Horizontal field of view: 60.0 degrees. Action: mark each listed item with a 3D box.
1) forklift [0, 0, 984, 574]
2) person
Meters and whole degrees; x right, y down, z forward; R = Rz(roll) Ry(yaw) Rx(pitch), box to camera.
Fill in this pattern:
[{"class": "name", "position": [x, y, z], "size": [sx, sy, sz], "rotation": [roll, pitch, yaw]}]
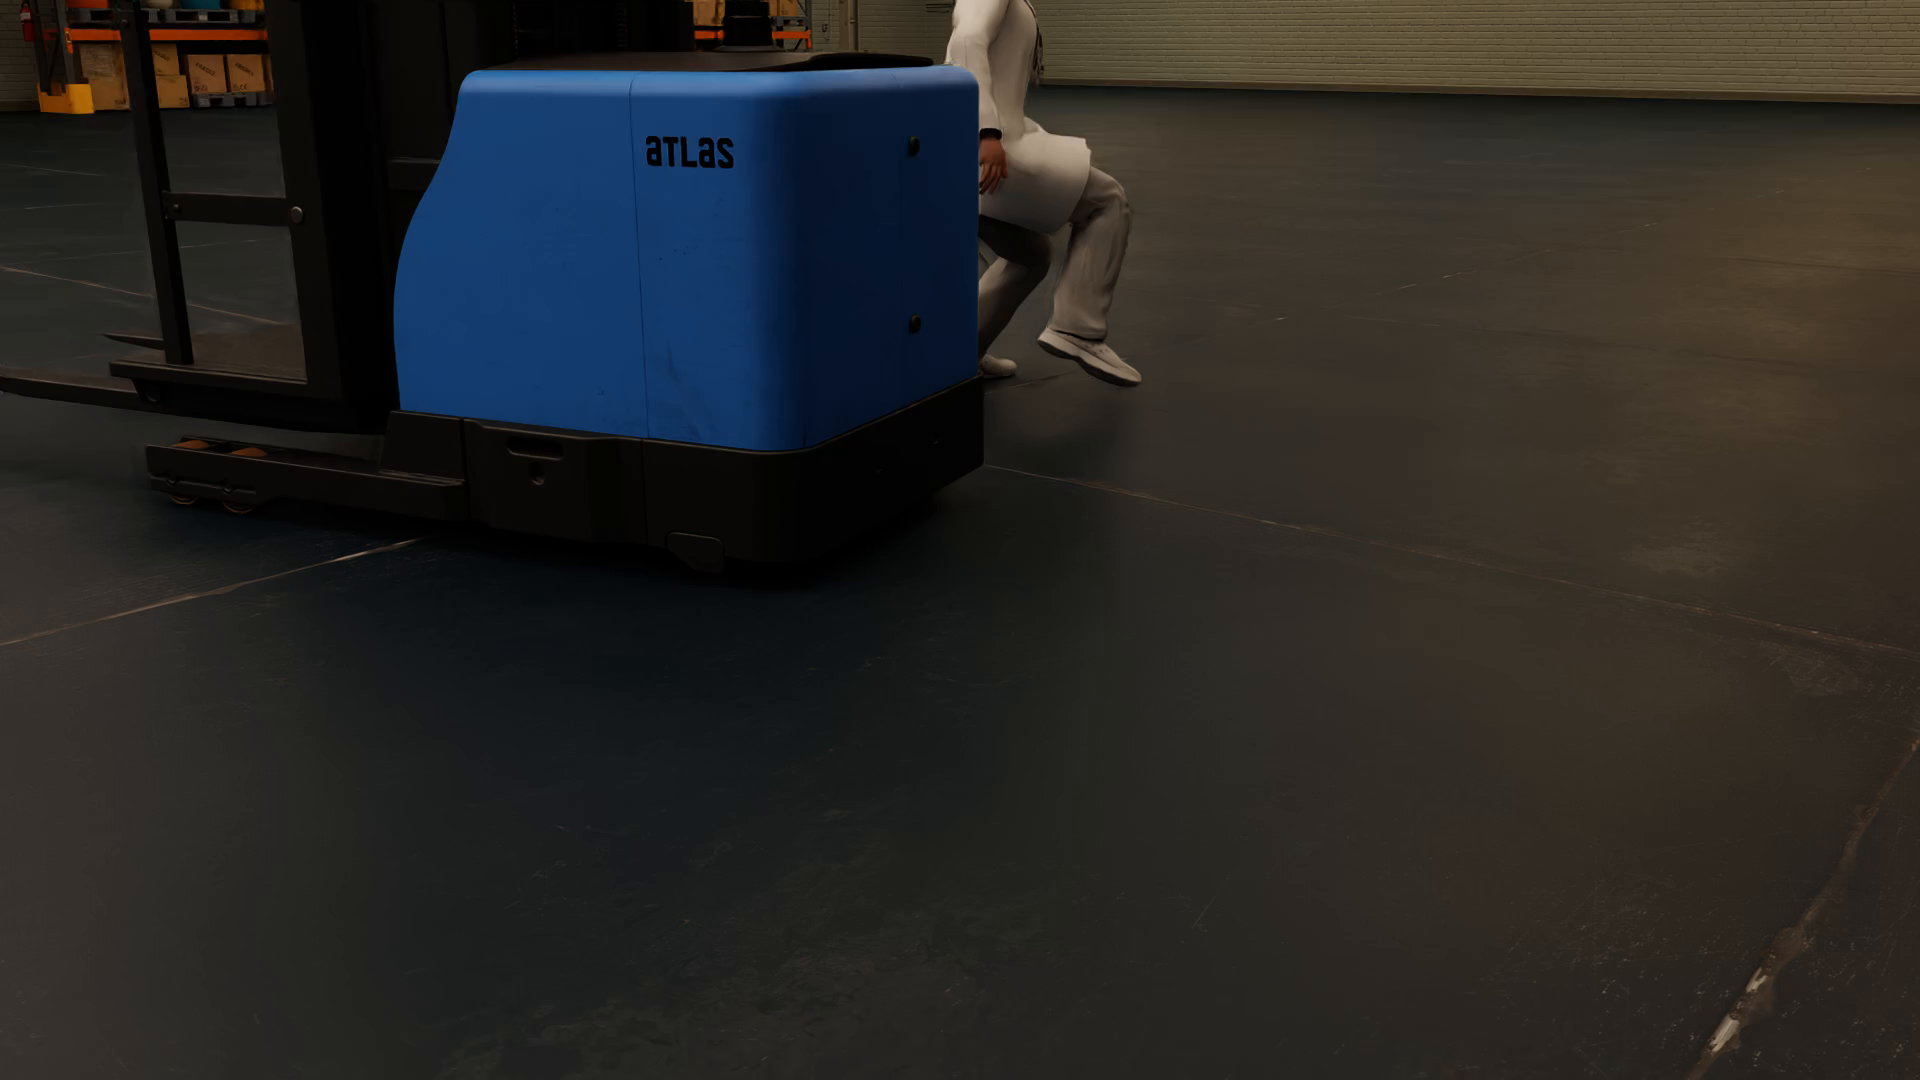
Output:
[{"class": "forklift", "position": [-1.499, -1.596, 4.154], "size": [3.031, 2.935, 1.130], "rotation": [8, 18, 23]}, {"class": "person", "position": [0.233, -1.240, 5.432], "size": [0.740, 1.554, 0.818], "rotation": [-6, 18, -19]}]
